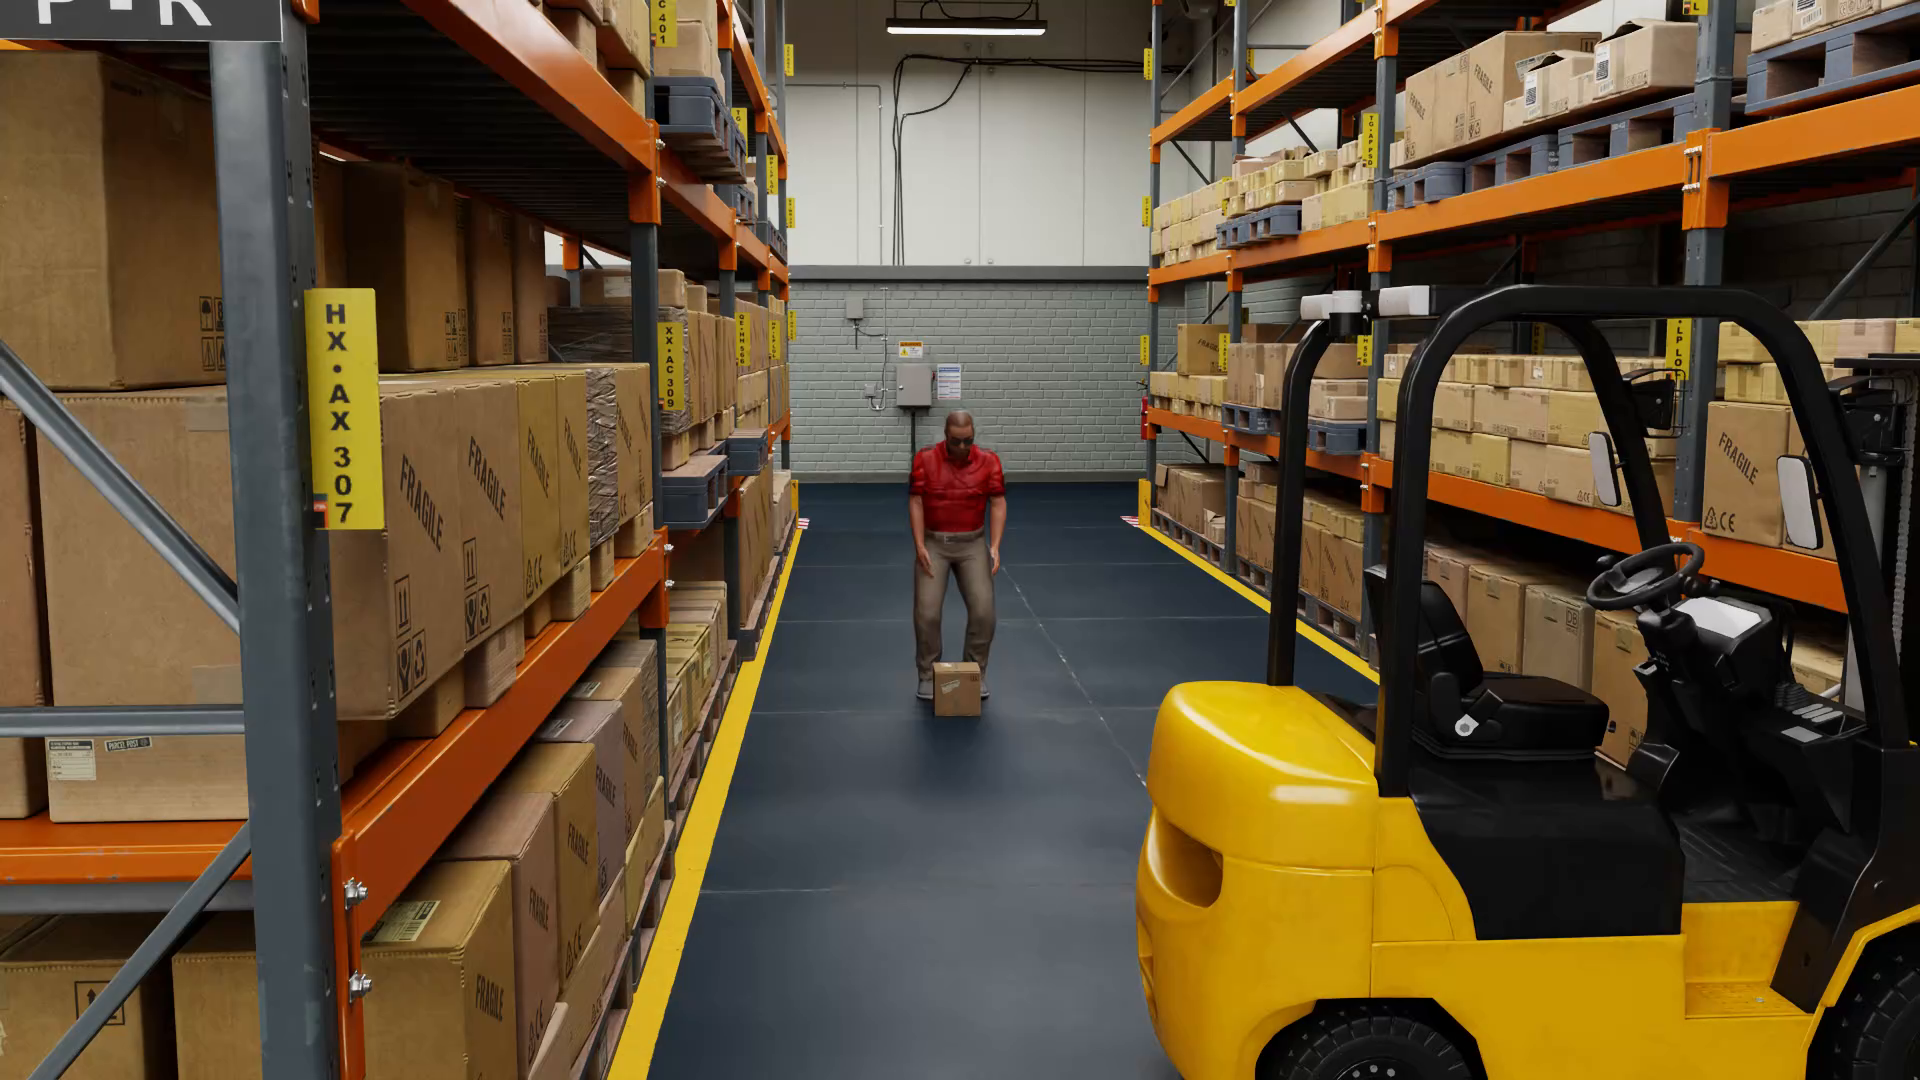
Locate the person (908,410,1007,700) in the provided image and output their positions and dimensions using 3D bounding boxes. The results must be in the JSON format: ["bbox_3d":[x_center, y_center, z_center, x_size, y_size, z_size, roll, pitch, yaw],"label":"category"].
[{"bbox_3d":[-0.014,0.077,9.537,0.564,1.654,0.464,0,7,-2],"label":"person"}]
